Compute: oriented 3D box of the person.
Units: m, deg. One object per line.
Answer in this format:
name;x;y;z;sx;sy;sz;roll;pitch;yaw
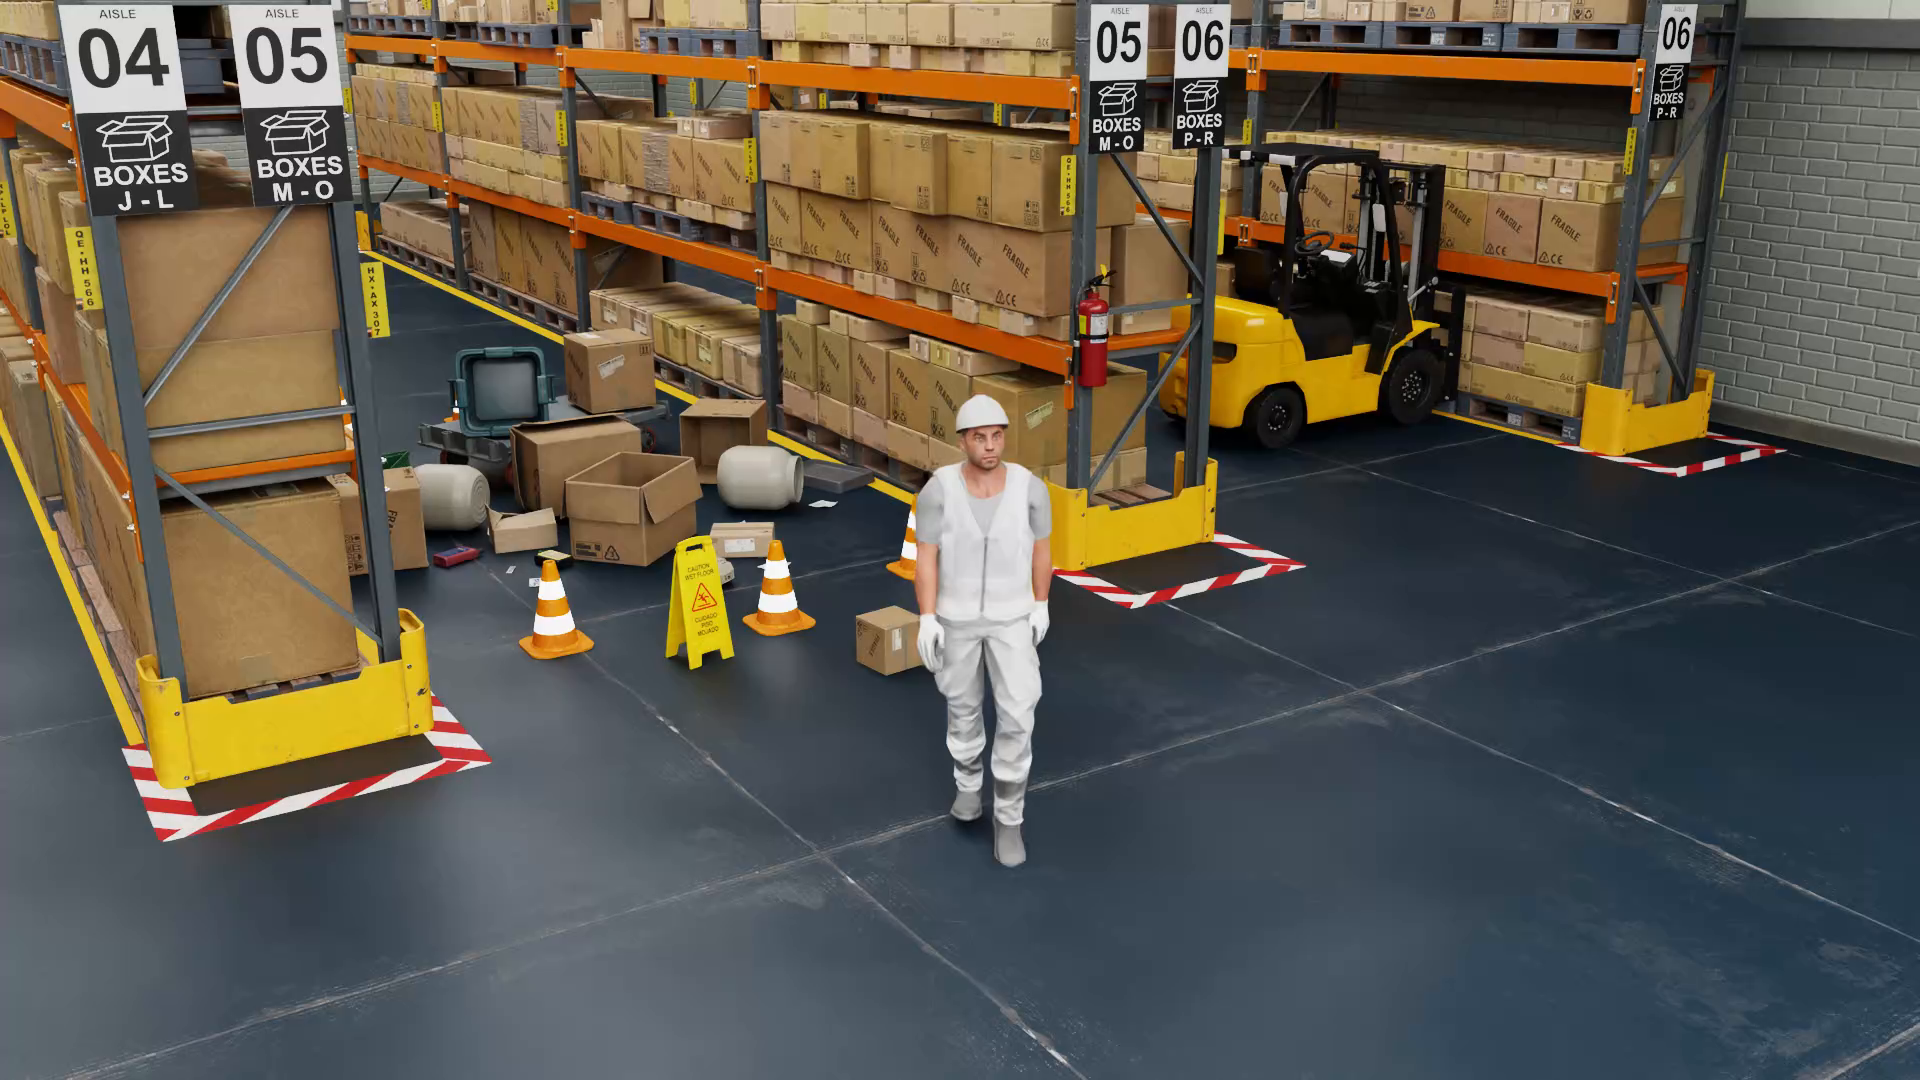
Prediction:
person;0.095;0.352;6.473;0.540;1.853;0.584;0;18;0
